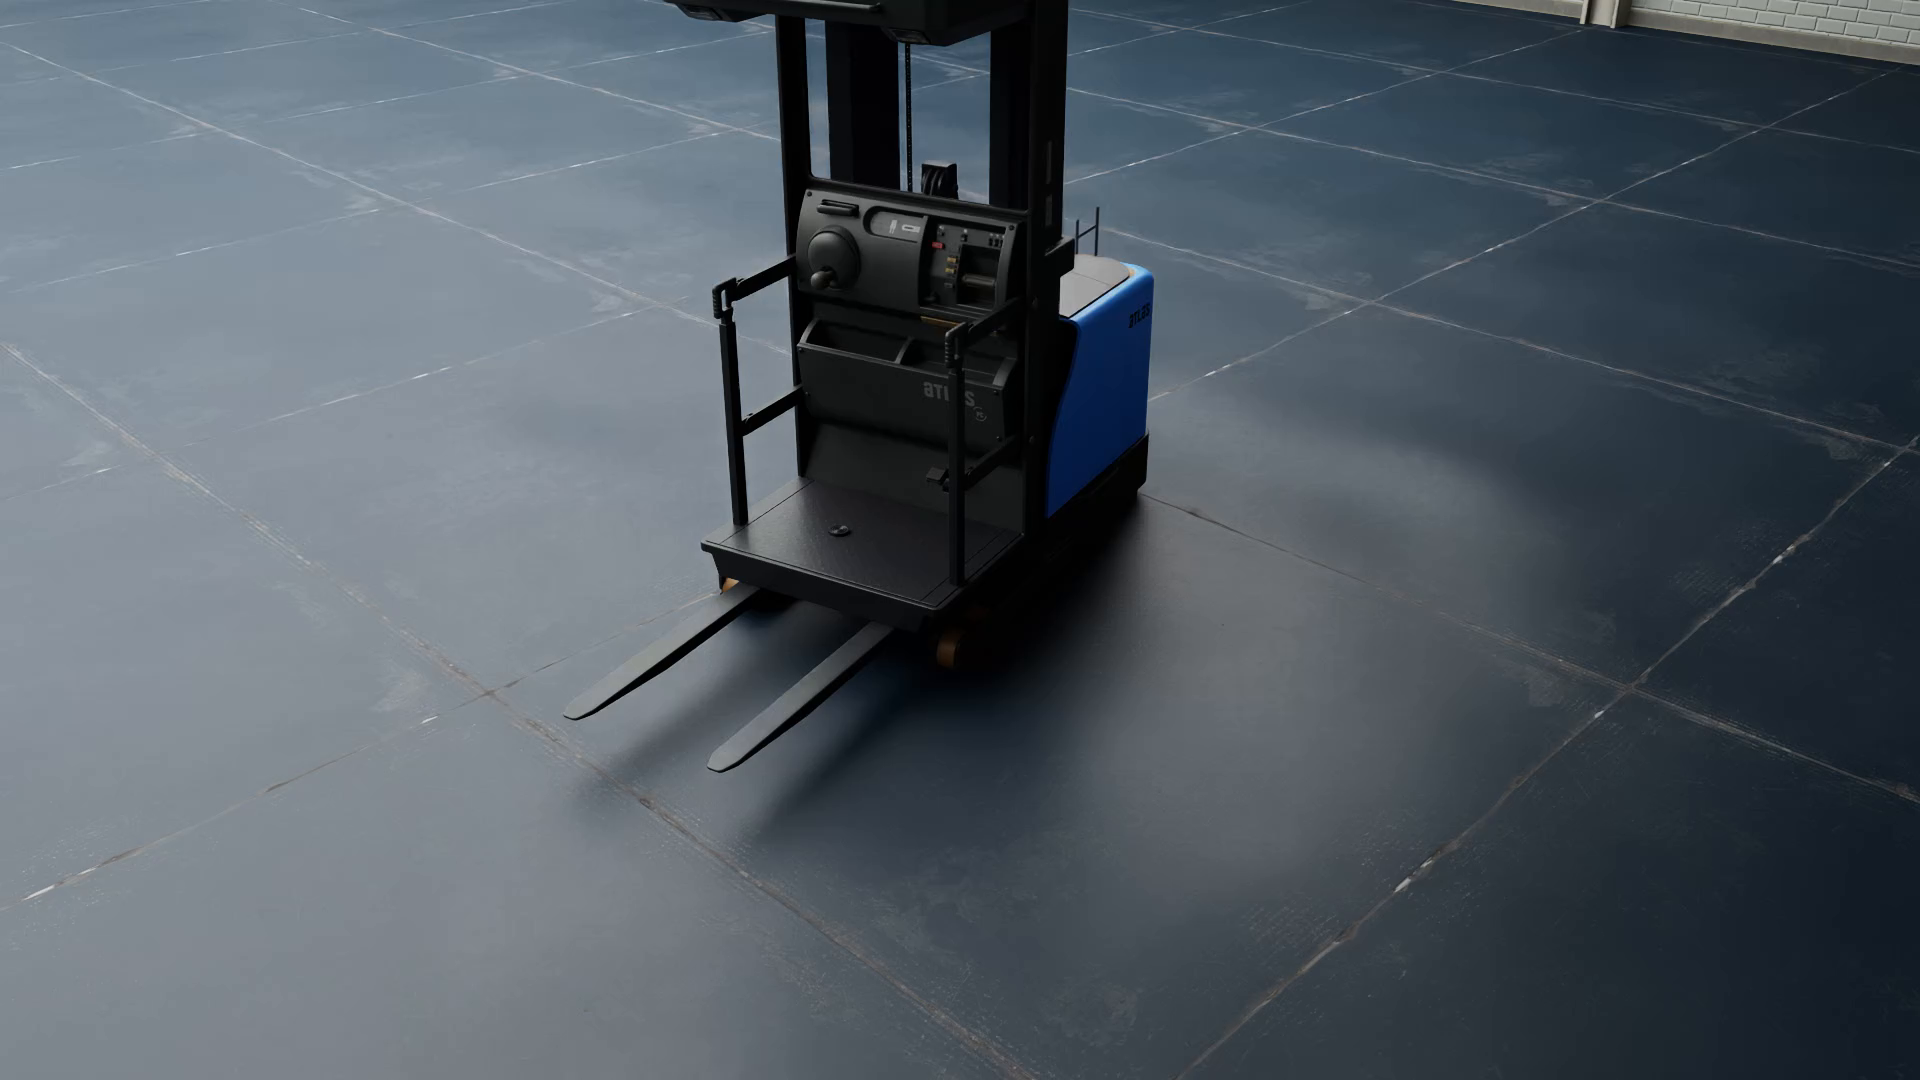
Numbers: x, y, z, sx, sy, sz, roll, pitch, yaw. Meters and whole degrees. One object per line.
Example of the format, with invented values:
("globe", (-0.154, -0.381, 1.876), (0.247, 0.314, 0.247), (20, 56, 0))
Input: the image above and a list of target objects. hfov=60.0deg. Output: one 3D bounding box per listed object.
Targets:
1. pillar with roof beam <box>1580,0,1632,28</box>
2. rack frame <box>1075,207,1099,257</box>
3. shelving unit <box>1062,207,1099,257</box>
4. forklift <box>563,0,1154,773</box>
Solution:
("pillar with roof beam", (3.834, -8.049, 12.889), (0.400, 9.000, 9.100), (25, 36, 38))
("rack frame", (0.574, -0.934, 7.737), (0.006, 1.200, 0.240), (14, 31, 25))
("shelving unit", (0.493, -0.954, 7.775), (0.189, 1.200, 0.258), (14, 31, 25))
("forklift", (-0.312, -1.042, 6.083), (1.130, 2.935, 3.031), (15, 31, 26))
